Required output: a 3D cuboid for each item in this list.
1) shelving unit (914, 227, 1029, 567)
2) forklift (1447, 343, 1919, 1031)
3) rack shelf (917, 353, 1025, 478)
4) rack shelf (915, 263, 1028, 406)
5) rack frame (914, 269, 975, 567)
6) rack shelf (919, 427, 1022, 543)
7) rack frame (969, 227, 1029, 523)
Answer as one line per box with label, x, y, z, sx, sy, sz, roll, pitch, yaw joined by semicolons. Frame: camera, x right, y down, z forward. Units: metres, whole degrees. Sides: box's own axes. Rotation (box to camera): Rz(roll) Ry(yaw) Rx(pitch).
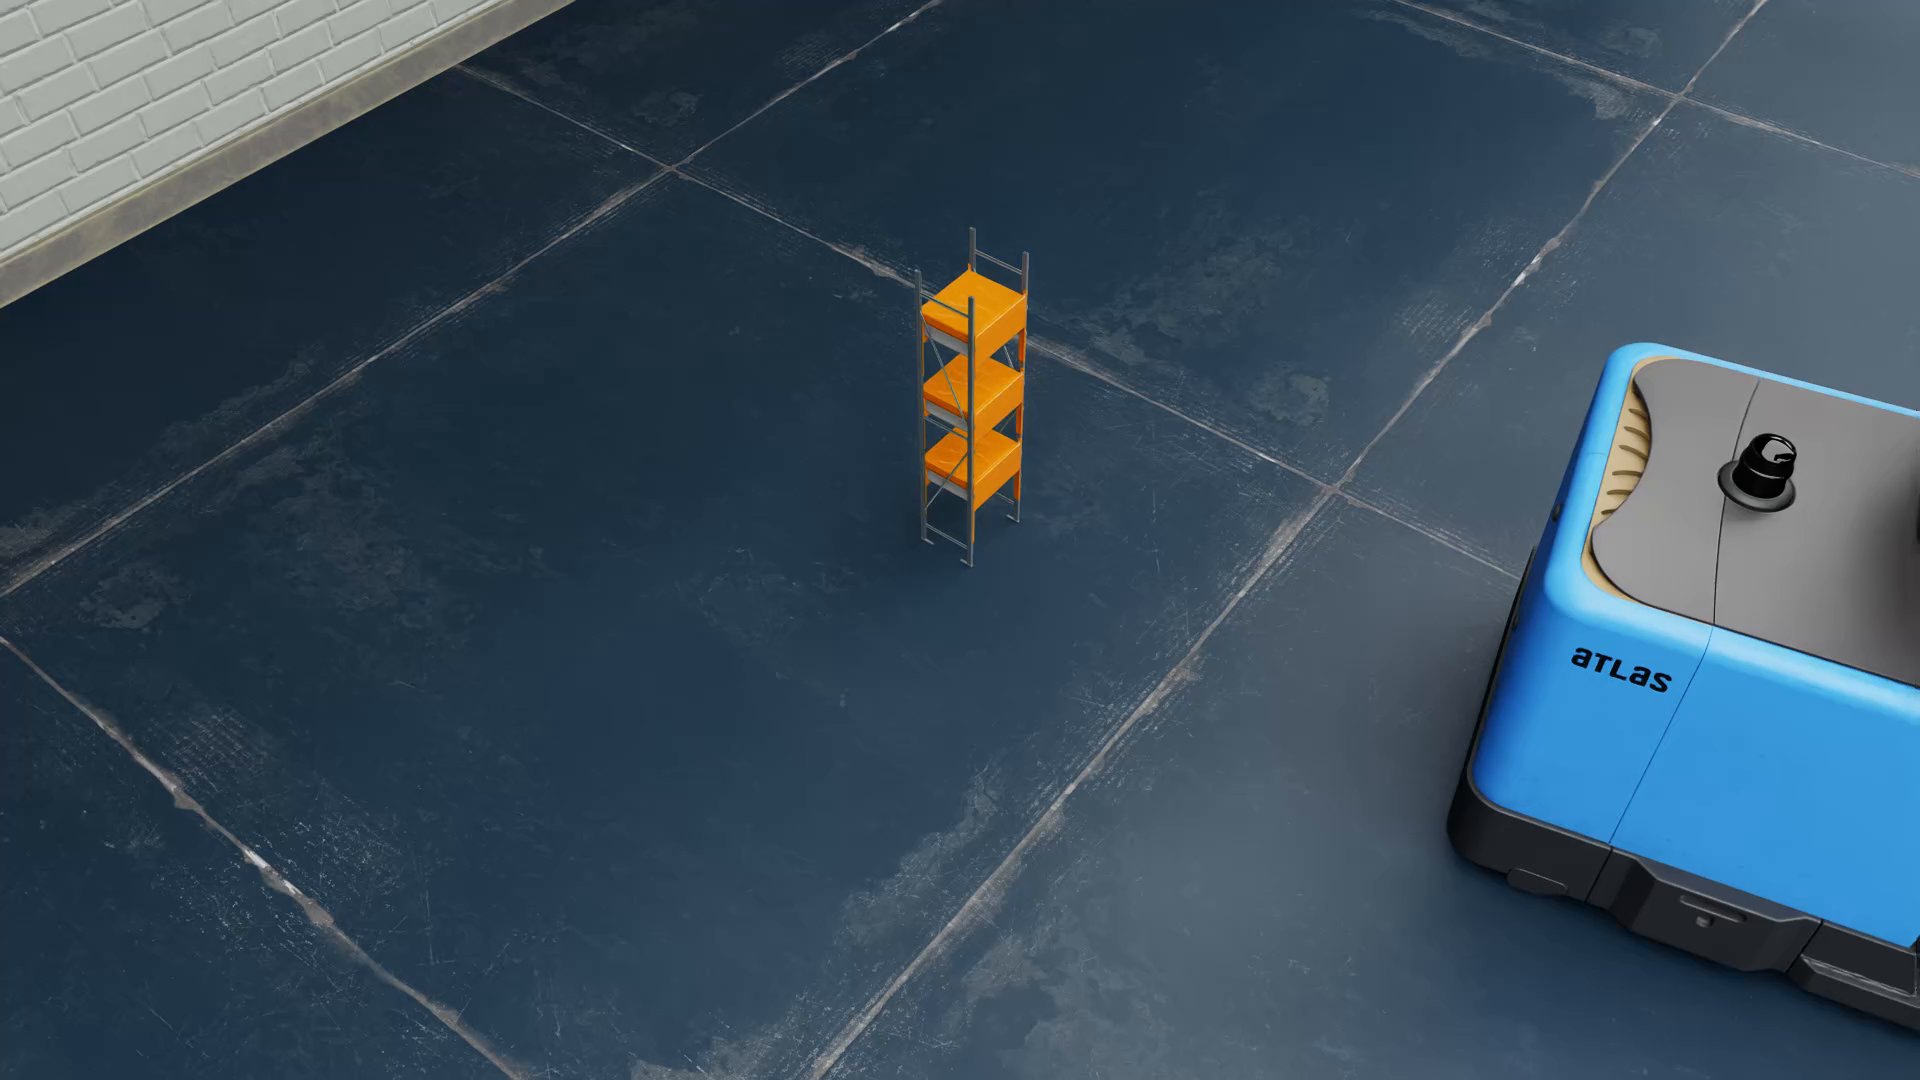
shelving unit;0.033;-0.393;4.900;0.215;1.050;0.252;29;53;25
forklift;2.853;-0.038;3.259;3.031;2.935;1.130;18;49;17
rack shelf;0.033;-0.386;4.907;0.215;0.259;0.240;29;53;25
rack shelf;0.033;-0.582;4.702;0.215;0.259;0.240;29;53;25
rack frame;-0.042;-0.323;4.833;0.200;1.050;0.008;29;53;25
rack shelf;0.033;-0.194;5.108;0.215;0.259;0.240;29;53;25
rack frame;0.107;-0.463;4.966;0.200;1.050;0.008;29;53;25
